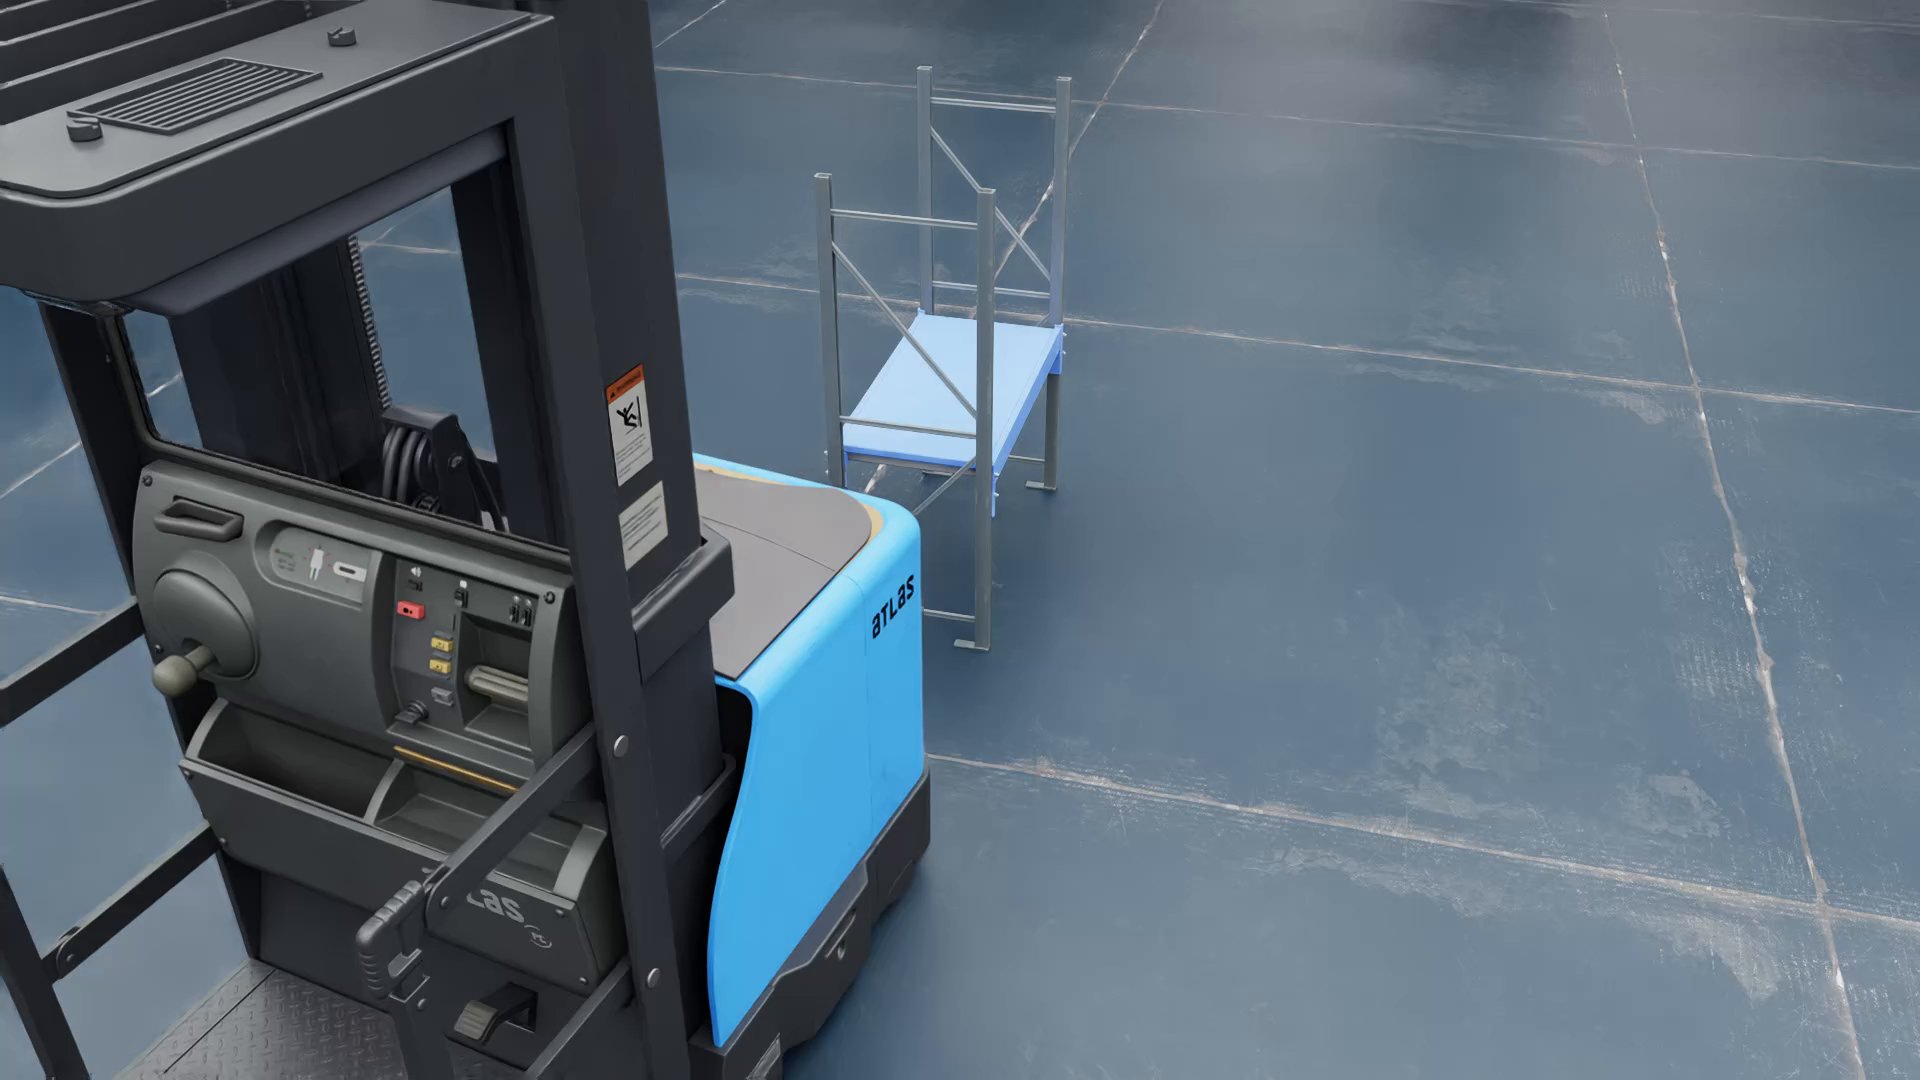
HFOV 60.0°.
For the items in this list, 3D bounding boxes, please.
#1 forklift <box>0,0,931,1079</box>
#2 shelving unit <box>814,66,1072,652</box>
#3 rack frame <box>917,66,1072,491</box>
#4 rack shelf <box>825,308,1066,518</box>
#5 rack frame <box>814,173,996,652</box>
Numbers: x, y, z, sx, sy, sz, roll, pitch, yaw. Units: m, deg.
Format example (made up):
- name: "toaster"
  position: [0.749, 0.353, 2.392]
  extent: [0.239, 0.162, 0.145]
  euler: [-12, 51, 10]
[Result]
- name: "forklift"
  position: [-1.157, 0.198, 2.707]
  extent: [1.130, 2.935, 3.031]
  euler: [14, 35, 21]
- name: "shelving unit"
  position: [-0.022, -0.589, 5.278]
  extent: [0.538, 1.500, 1.048]
  euler: [8, 33, 12]
- name: "rack frame"
  position: [0.107, -0.852, 5.693]
  extent: [0.500, 1.500, 0.032]
  euler: [8, 33, 12]
- name: "rack shelf"
  position: [-0.022, -0.437, 5.374]
  extent: [0.538, 0.185, 1.000]
  euler: [8, 33, 12]
- name: "rack frame"
  position: [-0.151, -0.325, 4.863]
  extent: [0.500, 1.500, 0.032]
  euler: [8, 33, 12]
